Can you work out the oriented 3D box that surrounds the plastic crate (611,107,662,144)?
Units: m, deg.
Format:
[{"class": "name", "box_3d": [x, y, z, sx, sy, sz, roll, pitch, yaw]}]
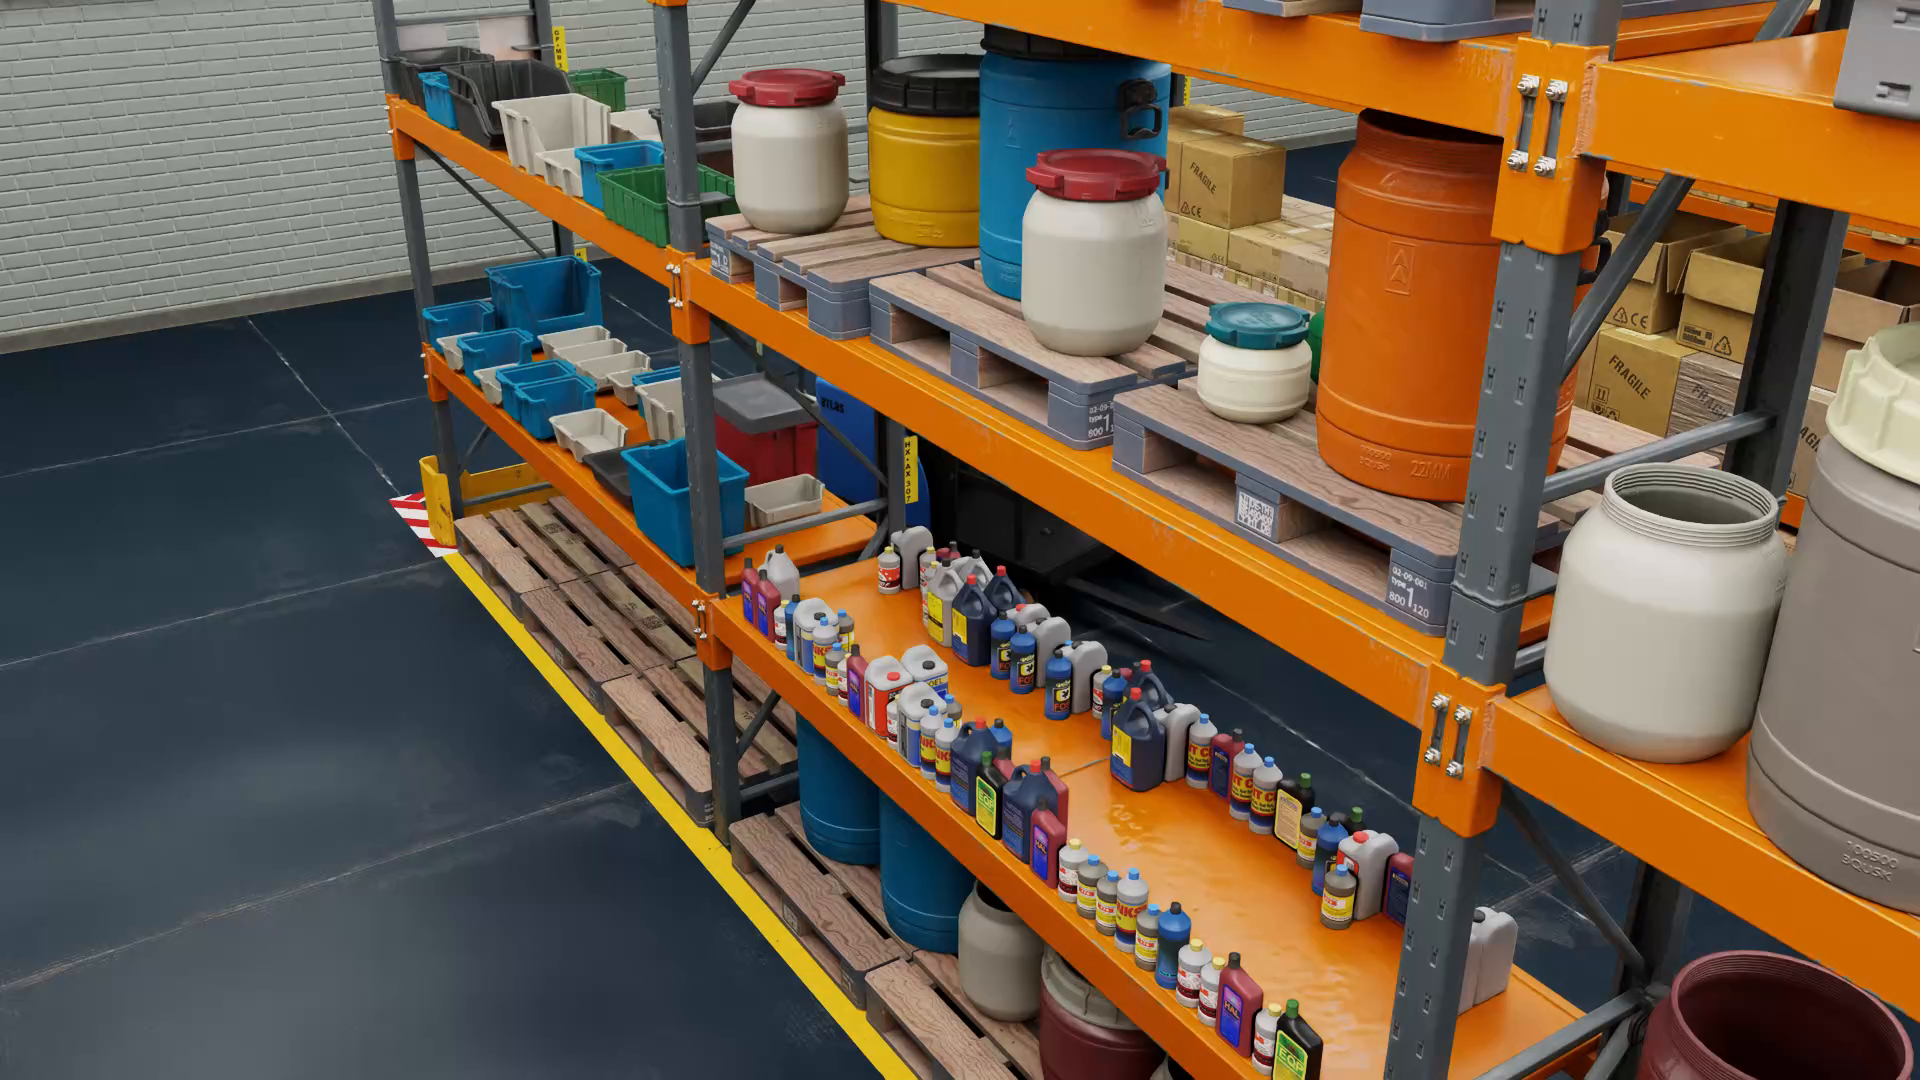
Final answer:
[{"class": "plastic crate", "box_3d": [-1.546, -2.051, 8.376, 0.437, 0.136, 0.530, -16, 29, -30]}]

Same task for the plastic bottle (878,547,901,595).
[{"class": "plastic bottle", "box_3d": [-0.307, 0.127, 7.200, 0.097, 0.201, 0.097, 0, 25, 0]}]

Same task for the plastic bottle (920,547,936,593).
[{"class": "plastic bottle", "box_3d": [-0.126, 0.126, 7.201, 0.097, 0.201, 0.097, 0, 25, 0]}]

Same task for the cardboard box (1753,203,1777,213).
[{"class": "cardboard box", "box_3d": [6.595, -2.740, 13.335, 0.380, 0.149, 0.250, -16, 30, -30]}]

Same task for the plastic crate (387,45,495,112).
[{"class": "plastic crate", "box_3d": [-2.906, -2.590, 9.361, 0.497, 0.269, 0.590, -16, 29, -30]}]

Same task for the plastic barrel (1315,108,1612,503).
[{"class": "plastic barrel", "box_3d": [1.178, -0.578, 3.951, 0.600, 0.830, 0.708, -16, 29, -30]}]

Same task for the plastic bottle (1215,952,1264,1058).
[{"class": "plastic bottle", "box_3d": [0.781, 1.291, 4.637, 0.061, 0.283, 0.133, -16, 29, -30]}]

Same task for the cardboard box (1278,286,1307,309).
[{"class": "cardboard box", "box_3d": [2.308, -1.597, 10.914, 0.380, 0.149, 0.250, -16, 30, -30]}]

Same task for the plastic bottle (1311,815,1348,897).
[{"class": "plastic bottle", "box_3d": [1.176, 0.995, 5.278, 0.097, 0.271, 0.097, 0, 25, 0]}]

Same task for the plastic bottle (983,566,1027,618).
[{"class": "plastic bottle", "box_3d": [0.178, 0.277, 6.708, 0.144, 0.351, 0.185, -16, 29, -30]}]

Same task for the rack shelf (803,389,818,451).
[{"class": "rack shelf", "box_3d": [-0.958, -0.710, 11.260, 0.720, 0.370, 0.431, 22, 33, 38]}]

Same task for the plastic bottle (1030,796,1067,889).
[{"class": "plastic bottle", "box_3d": [0.283, 0.965, 5.328, 0.061, 0.283, 0.133, -16, 29, -30]}]

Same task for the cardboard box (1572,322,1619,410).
[{"class": "cardboard box", "box_3d": [3.493, -1.041, 9.324, 0.500, 0.500, 0.500, -15, 29, -29]}]

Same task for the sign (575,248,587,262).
[{"class": "sign", "box_3d": [-2.430, -1.703, 10.652, 0.100, 0.325, 0.005, -16, 29, -30]}]

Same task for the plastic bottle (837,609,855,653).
[{"class": "plastic bottle", "box_3d": [-0.471, 0.375, 6.674, 0.097, 0.201, 0.097, 0, 25, 0]}]

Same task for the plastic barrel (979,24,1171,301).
[{"class": "plastic barrel", "box_3d": [0.361, -1.262, 5.318, 0.600, 0.901, 0.708, -16, 29, -30]}]

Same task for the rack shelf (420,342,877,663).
[{"class": "rack shelf", "box_3d": [-1.790, -0.454, 9.041, 1.077, 0.370, 4.000, -16, 29, -30]}]

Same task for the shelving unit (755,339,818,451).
[{"class": "shelving unit", "box_3d": [-0.958, -1.005, 11.121, 0.755, 1.500, 0.431, 22, 33, 38]}]

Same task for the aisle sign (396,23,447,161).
[{"class": "aisle sign", "box_3d": [-3.170, -2.627, 9.756, 0.394, 0.787, 0.004, -16, 29, -30]}]

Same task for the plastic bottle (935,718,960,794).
[{"class": "plastic bottle", "box_3d": [-0.040, 0.745, 5.808, 0.097, 0.271, 0.097, 0, 25, 0]}]

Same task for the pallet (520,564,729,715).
[{"class": "pallet", "box_3d": [-1.803, 0.506, 9.431, 1.003, 0.211, 1.213, -16, 29, -30]}]

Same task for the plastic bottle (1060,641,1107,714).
[{"class": "plastic bottle", "box_3d": [0.462, 0.500, 6.323, 0.152, 0.276, 0.135, -16, 29, -30]}]

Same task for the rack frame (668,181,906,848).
[{"class": "rack frame", "box_3d": [-0.699, -0.064, 7.372, 1.000, 3.000, 0.127, -16, 29, -30]}]

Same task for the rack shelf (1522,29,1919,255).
[{"class": "rack shelf", "box_3d": [2.577, -0.125, 1.784, 1.077, 0.370, 4.000, -16, 29, -30]}]

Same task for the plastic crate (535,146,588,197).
[{"class": "plastic crate", "box_3d": [-1.712, -1.668, 7.564, 0.293, 0.136, 0.466, -16, 29, -30]}]

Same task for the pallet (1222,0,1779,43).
[{"class": "pallet", "box_3d": [1.117, -1.345, 3.748, 1.213, 0.211, 1.003, -16, 29, -30]}]

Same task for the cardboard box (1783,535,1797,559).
[{"class": "cardboard box", "box_3d": [4.795, 0.411, 8.363, 1.225, 0.875, 0.875, -15, 29, -29]}]

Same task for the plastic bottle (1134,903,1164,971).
[{"class": "plastic bottle", "box_3d": [0.574, 1.179, 4.972, 0.097, 0.201, 0.097, 0, 25, 0]}]

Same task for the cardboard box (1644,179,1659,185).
[{"class": "cardboard box", "box_3d": [6.040, -3.109, 14.117, 0.380, 0.149, 0.250, -16, 30, -30]}]

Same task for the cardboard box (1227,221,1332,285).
[{"class": "cardboard box", "box_3d": [2.153, -1.931, 11.154, 0.500, 0.250, 0.500, -16, 30, -31]}]

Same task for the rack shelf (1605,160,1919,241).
[{"class": "rack shelf", "box_3d": [4.543, -1.534, 7.815, 1.077, 0.370, 4.000, -16, 29, -30]}]

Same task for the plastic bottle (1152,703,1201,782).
[{"class": "plastic bottle", "box_3d": [0.763, 0.696, 5.906, 0.152, 0.276, 0.135, -16, 29, -30]}]

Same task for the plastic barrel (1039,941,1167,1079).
[{"class": "plastic barrel", "box_3d": [0.587, 1.692, 5.985, 0.600, 0.588, 0.708, -16, 29, -30]}]

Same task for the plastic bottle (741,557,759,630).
[{"class": "plastic bottle", "box_3d": [-0.856, 0.219, 6.909, 0.061, 0.283, 0.133, -16, 29, -30]}]

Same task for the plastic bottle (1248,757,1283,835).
[{"class": "plastic bottle", "box_3d": [1.028, 0.851, 5.584, 0.097, 0.271, 0.097, 0, 25, 0]}]

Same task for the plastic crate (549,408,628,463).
[{"class": "plastic crate", "box_3d": [-1.901, -0.525, 8.587, 0.293, 0.136, 0.466, -16, 29, -30]}]

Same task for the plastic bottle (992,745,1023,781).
[{"class": "plastic bottle", "box_3d": [0.160, 0.837, 5.599, 0.061, 0.283, 0.133, -16, 29, -30]}]

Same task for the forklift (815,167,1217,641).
[{"class": "forklift", "box_3d": [0.491, -1.121, 9.690, 3.031, 2.935, 1.130, 22, 33, 38]}]

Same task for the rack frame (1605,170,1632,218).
[{"class": "rack frame", "box_3d": [3.451, -1.218, 9.817, 1.000, 3.000, 0.127, -16, 29, -30]}]

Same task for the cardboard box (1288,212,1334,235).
[{"class": "cardboard box", "box_3d": [2.597, -2.055, 11.418, 0.500, 0.250, 0.500, -15, 29, -29]}]

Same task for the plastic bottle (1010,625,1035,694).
[{"class": "plastic bottle", "box_3d": [0.241, 0.455, 6.424, 0.097, 0.271, 0.097, 0, 25, 0]}]

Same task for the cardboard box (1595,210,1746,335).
[{"class": "cardboard box", "box_3d": [3.807, -1.491, 9.102, 0.797, 0.503, 0.637, -16, 30, -31]}]

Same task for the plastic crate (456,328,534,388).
[{"class": "plastic crate", "box_3d": [-2.664, -1.046, 9.577, 0.416, 0.233, 0.300, -16, 29, -30]}]

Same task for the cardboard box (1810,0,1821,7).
[{"class": "cardboard box", "box_3d": [6.627, -4.102, 12.588, 0.500, 0.250, 0.500, -16, 30, -30]}]

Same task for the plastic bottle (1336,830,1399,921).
[{"class": "plastic bottle", "box_3d": [1.267, 1.027, 5.206, 0.152, 0.276, 0.135, -16, 29, -30]}]

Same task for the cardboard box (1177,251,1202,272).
[{"class": "cardboard box", "box_3d": [1.747, -1.965, 11.692, 0.380, 0.149, 0.250, -16, 30, -31]}]

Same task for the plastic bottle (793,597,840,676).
[{"class": "plastic bottle", "box_3d": [-0.565, 0.377, 6.583, 0.152, 0.276, 0.135, -16, 29, -30]}]

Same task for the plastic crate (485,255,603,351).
[{"class": "plastic crate", "box_3d": [-2.543, -1.462, 10.221, 0.616, 0.435, 0.499, -16, 29, -30]}]

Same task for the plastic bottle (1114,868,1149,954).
[{"class": "plastic bottle", "box_3d": [0.520, 1.112, 5.031, 0.097, 0.271, 0.097, 0, 25, 0]}]

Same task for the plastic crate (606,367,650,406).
[{"class": "plastic crate", "box_3d": [-1.790, -0.851, 9.277, 0.298, 0.136, 0.250, -16, 29, -30]}]

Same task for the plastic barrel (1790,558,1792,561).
[{"class": "plastic barrel", "box_3d": [1.663, 0.157, 3.572, 0.294, 0.245, 0.294, 0, 25, 0]}]
